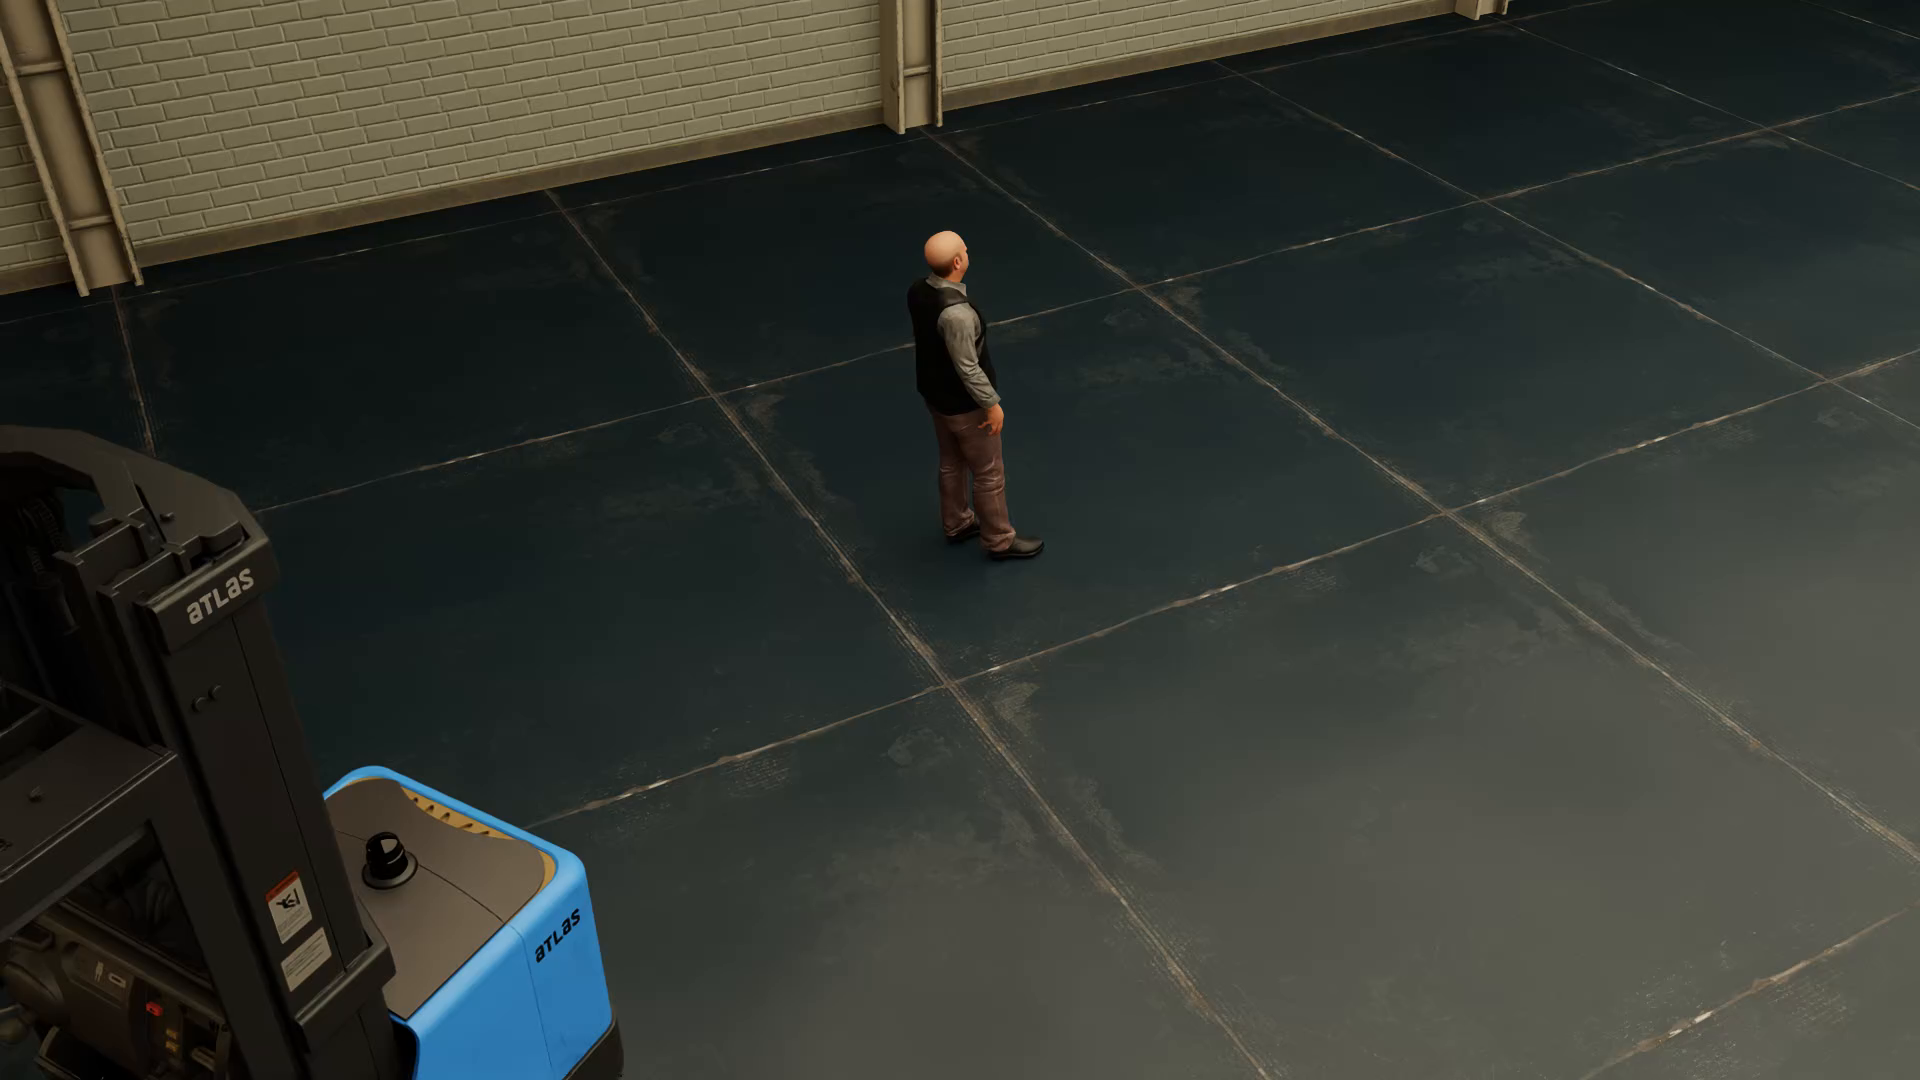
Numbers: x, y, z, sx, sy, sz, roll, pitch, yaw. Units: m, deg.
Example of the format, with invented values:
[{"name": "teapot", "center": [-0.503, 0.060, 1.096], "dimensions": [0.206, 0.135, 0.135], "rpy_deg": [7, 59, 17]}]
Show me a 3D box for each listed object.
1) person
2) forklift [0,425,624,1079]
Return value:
[{"name": "person", "center": [0.058, -0.722, 8.179], "dimensions": [0.568, 1.720, 0.632], "rpy_deg": [-17, 39, -23]}, {"name": "forklift", "center": [-2.353, 1.313, 4.266], "dimensions": [1.130, 2.935, 3.031], "rpy_deg": [18, 39, 24]}]
